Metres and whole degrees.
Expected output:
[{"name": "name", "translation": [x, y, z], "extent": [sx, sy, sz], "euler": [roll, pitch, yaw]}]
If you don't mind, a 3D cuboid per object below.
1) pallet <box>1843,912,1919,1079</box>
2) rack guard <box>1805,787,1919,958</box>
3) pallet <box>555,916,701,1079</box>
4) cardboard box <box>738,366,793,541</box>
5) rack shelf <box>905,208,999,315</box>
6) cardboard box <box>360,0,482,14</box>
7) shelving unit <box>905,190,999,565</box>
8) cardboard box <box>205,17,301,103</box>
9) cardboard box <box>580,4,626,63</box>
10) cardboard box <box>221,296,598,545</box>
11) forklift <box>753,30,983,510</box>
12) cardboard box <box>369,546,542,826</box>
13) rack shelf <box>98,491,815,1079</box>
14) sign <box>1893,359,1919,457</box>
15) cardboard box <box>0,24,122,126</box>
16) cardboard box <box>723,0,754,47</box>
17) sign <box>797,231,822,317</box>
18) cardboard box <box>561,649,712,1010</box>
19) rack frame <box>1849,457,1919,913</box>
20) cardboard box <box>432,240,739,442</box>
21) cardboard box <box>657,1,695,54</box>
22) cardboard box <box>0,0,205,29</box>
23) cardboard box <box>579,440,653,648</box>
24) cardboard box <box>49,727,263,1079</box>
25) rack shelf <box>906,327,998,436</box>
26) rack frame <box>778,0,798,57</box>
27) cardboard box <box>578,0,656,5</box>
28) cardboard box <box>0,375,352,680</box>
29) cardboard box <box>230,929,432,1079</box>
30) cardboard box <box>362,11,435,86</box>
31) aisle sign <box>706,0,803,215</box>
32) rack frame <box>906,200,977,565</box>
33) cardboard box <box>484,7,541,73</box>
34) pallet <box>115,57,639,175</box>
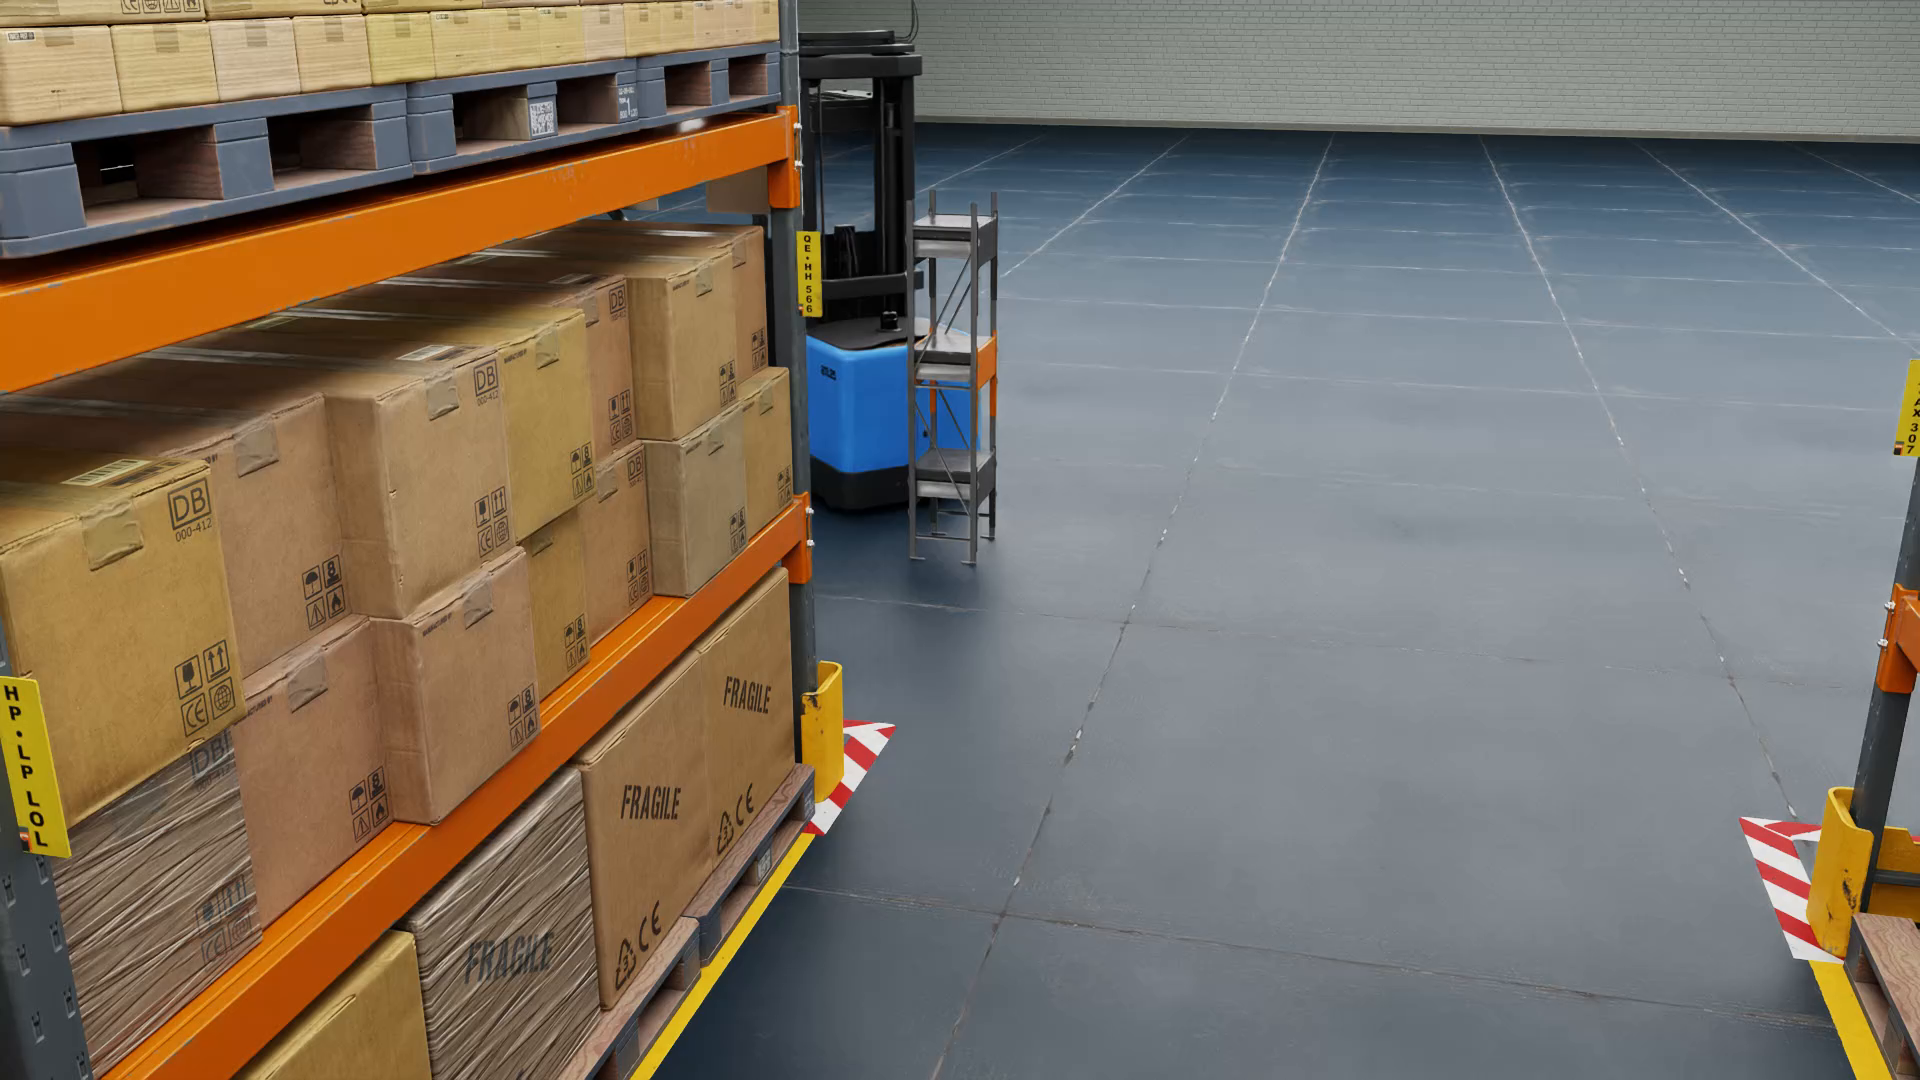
[{"name": "pallet", "translation": [3.431, 1.615, 5.134], "extent": [1.003, 0.211, 1.213], "euler": [5, 19, 13]}, {"name": "rack guard", "translation": [3.664, 1.226, 5.825], "extent": [1.175, 0.500, 0.348], "euler": [5, 19, 13]}, {"name": "pallet", "translation": [-1.522, 1.554, 5.313], "extent": [1.003, 0.211, 1.213], "euler": [5, 19, 13]}, {"name": "cardboard box", "translation": [-1.149, -0.355, 6.355], "extent": [0.875, 0.550, 0.550], "euler": [5, 19, 13]}, {"name": "rack shelf", "translation": [-0.040, -1.591, 9.474], "extent": [0.431, 0.518, 0.480], "euler": [5, 19, 13]}, {"name": "cardboard box", "translation": [-1.444, -1.333, 3.777], "extent": [0.500, 0.250, 0.500], "euler": [4, 19, 13]}, {"name": "shelving unit", "translation": [-0.040, -0.942, 9.696], "extent": [0.431, 2.100, 0.503], "euler": [5, 19, 13]}, {"name": "cardboard box", "translation": [-1.537, -0.944, 3.253], "extent": [0.380, 0.149, 0.250], "euler": [5, 19, 13]}, {"name": "cardboard box", "translation": [-1.166, -1.422, 4.652], "extent": [0.380, 0.149, 0.250], "euler": [5, 19, 14]}, {"name": "cardboard box", "translation": [-1.547, -0.352, 4.675], "extent": [0.875, 0.550, 0.500], "euler": [5, 19, 13]}, {"name": "forklift", "translation": [-1.001, -2.007, 11.530], "extent": [1.130, 2.935, 3.031], "euler": [-10, 21, -27]}, {"name": "cardboard box", "translation": [-1.642, 0.328, 4.355], "extent": [0.875, 0.550, 0.550], "euler": [5, 19, 13]}, {"name": "rack shelf", "translation": [-1.591, 0.563, 5.011], "extent": [1.077, 0.370, 4.000], "euler": [5, 19, 13]}, {"name": "sign", "translation": [3.157, -0.433, 5.476], "extent": [0.100, 0.325, 0.005], "euler": [5, 19, 13]}, {"name": "cardboard box", "translation": [-1.661, -0.784, 2.786], "extent": [0.380, 0.149, 0.250], "euler": [4, 19, 12]}, {"name": "cardboard box", "translation": [-0.917, -1.741, 5.587], "extent": [0.380, 0.149, 0.250], "euler": [5, 19, 14]}, {"name": "sign", "translation": [-0.579, -1.017, 6.366], "extent": [0.100, 0.325, 0.005], "euler": [5, 19, 13]}, {"name": "cardboard box", "translation": [-1.417, 0.896, 5.560], "extent": [0.875, 0.875, 0.875], "euler": [4, 19, 13]}, {"name": "rack frame", "translation": [3.683, 0.019, 5.490], "extent": [1.000, 3.000, 0.127], "euler": [5, 19, 13]}, {"name": "cardboard box", "translation": [-1.275, -0.693, 5.674], "extent": [0.875, 0.550, 0.550], "euler": [5, 19, 13]}, {"name": "cardboard box", "translation": [-1.042, -1.581, 5.119], "extent": [0.380, 0.149, 0.250], "euler": [5, 19, 14]}, {"name": "cardboard box", "translation": [-1.689, -1.017, 2.851], "extent": [0.500, 0.250, 0.500], "euler": [5, 19, 14]}, {"name": "cardboard box", "translation": [-1.521, -0.015, 5.360], "extent": [0.875, 0.550, 0.550], "euler": [5, 19, 13]}, {"name": "cardboard box", "translation": [-2.001, 0.662, 3.376], "extent": [0.875, 0.550, 0.550], "euler": [5, 19, 13]}, {"name": "rack shelf", "translation": [-0.040, -0.929, 9.701], "extent": [0.431, 0.518, 0.480], "euler": [5, 19, 13]}, {"name": "rack frame", "translation": [-1.102, -3.243, 5.760], "extent": [1.000, 3.000, 0.127], "euler": [5, 19, 13]}, {"name": "cardboard box", "translation": [-1.197, -1.650, 4.704], "extent": [0.500, 0.250, 0.500], "euler": [5, 19, 13]}, {"name": "cardboard box", "translation": [-1.934, -0.027, 3.723], "extent": [0.875, 0.550, 0.550], "euler": [5, 19, 13]}, {"name": "cardboard box", "translation": [-1.858, 1.465, 3.896], "extent": [0.875, 0.875, 0.875], "euler": [5, 19, 14]}, {"name": "cardboard box", "translation": [-1.414, -1.103, 3.721], "extent": [0.380, 0.149, 0.250], "euler": [4, 19, 13]}, {"name": "aisle sign", "translation": [-0.794, -1.633, 6.305], "extent": [0.394, 0.787, 0.004], "euler": [5, 19, 13]}, {"name": "rack frame", "translation": [-0.100, -0.865, 9.472], "extent": [0.400, 2.100, 0.015], "euler": [5, 19, 13]}, {"name": "cardboard box", "translation": [-1.289, -1.261, 4.182], "extent": [0.380, 0.149, 0.250], "euler": [5, 19, 14]}, {"name": "pallet", "translation": [-1.569, -1.165, 4.453], "extent": [1.003, 0.211, 1.213], "euler": [5, 19, 13]}]
